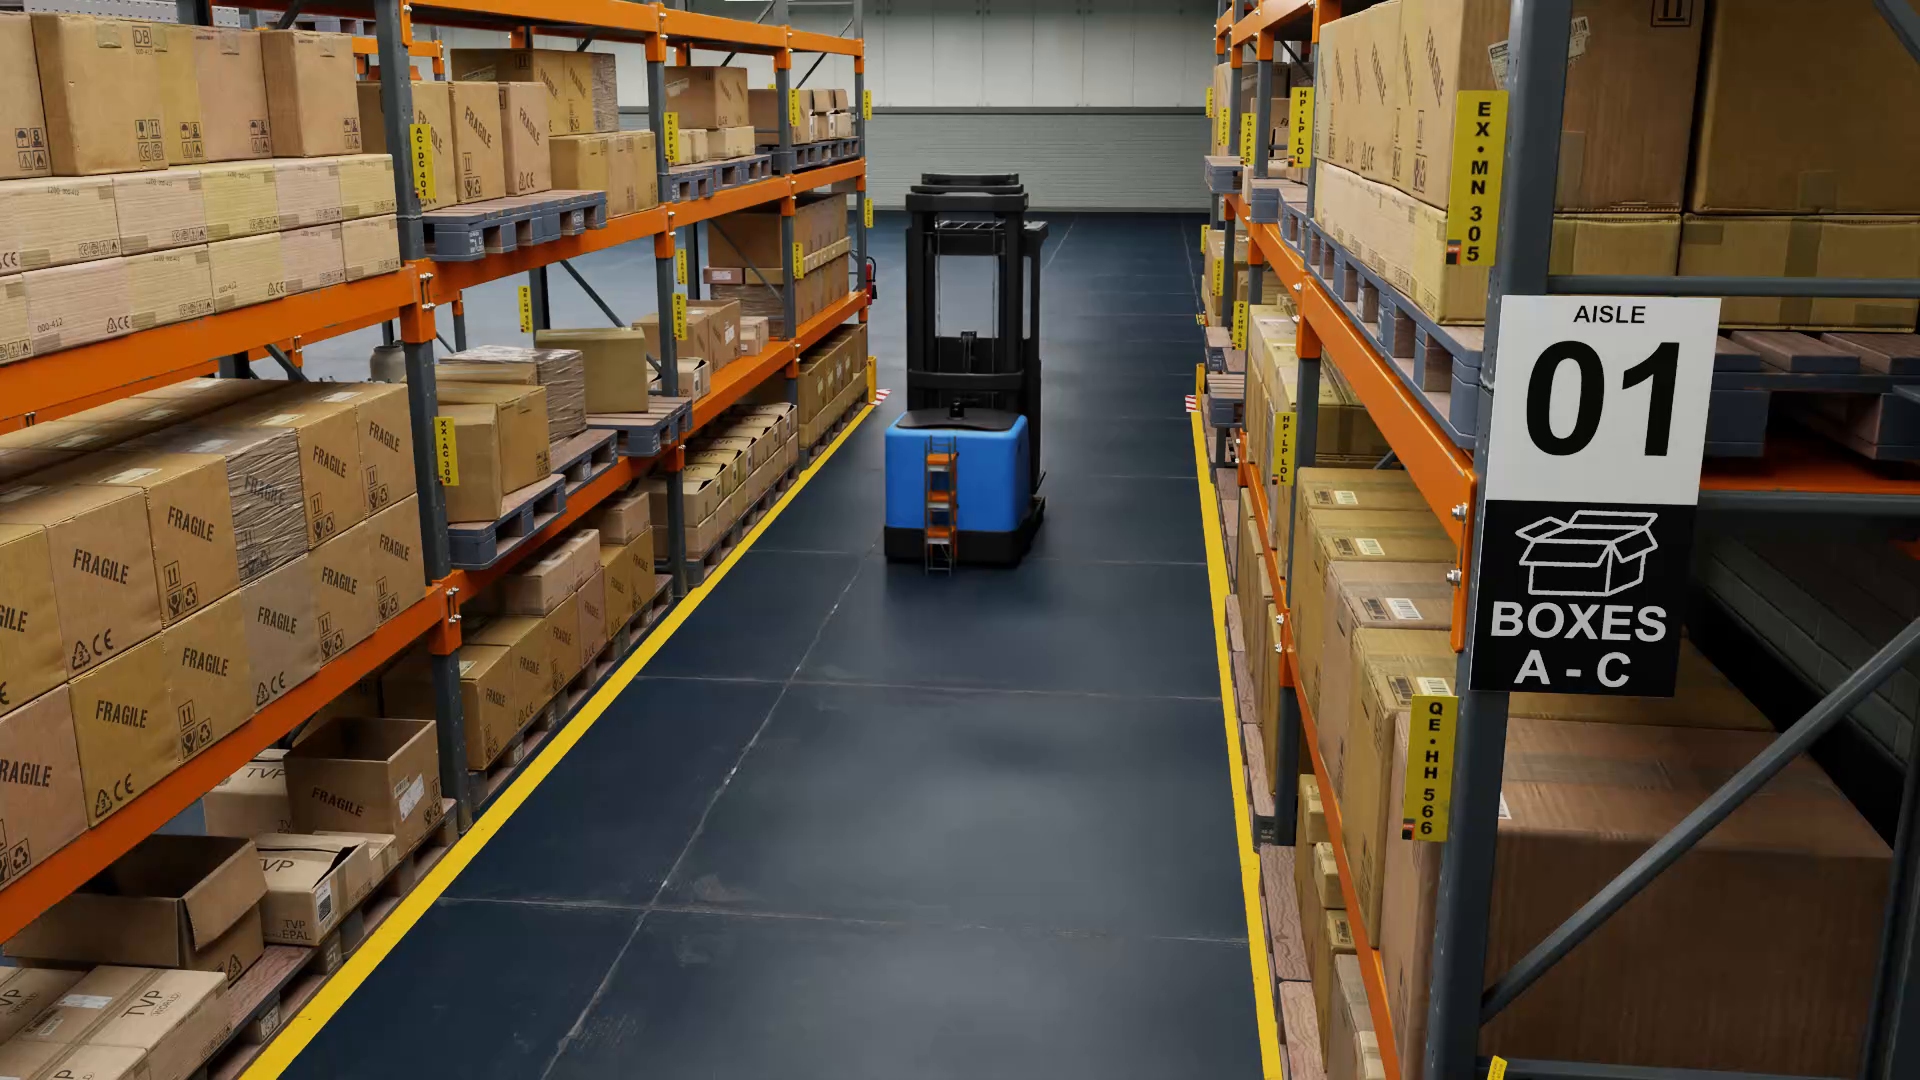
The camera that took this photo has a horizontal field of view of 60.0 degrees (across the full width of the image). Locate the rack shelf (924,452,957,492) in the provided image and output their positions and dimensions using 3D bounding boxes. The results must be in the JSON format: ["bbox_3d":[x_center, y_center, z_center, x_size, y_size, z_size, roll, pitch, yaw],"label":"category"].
[{"bbox_3d":[-0.147,-0.515,12.509,0.215,0.259,0.240,2,15,8],"label":"rack shelf"}]

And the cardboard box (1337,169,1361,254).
[{"bbox_3d":[1.511,-1.056,5.366,0.500,0.250,0.500,1,15,5],"label":"cardboard box"}]

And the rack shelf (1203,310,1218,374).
[{"bbox_3d":[3.102,-2.112,17.106,1.077,0.370,4.000,2,15,6],"label":"rack shelf"}]

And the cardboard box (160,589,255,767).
[{"bbox_3d":[-2.918,0.477,5.959,0.500,0.500,0.500,2,15,7],"label":"cardboard box"}]

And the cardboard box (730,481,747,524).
[{"bbox_3d":[-2.038,-0.316,13.549,0.500,0.250,0.500,1,15,5],"label":"cardboard box"}]

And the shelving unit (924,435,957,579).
[{"bbox_3d":[-0.147,-0.251,12.580,0.215,1.050,0.252,2,15,8],"label":"shelving unit"}]

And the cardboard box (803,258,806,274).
[{"bbox_3d":[-1.740,-2.711,16.509,0.380,0.149,0.250,2,15,6],"label":"cardboard box"}]

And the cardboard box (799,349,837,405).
[{"bbox_3d":[-1.570,-1.694,17.206,0.500,0.500,0.500,2,15,6],"label":"cardboard box"}]

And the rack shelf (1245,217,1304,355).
[{"bbox_3d":[2.199,-1.486,9.041,1.077,0.370,4.000,2,15,6],"label":"rack shelf"}]

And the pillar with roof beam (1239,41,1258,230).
[{"bbox_3d":[1.862,-10.463,35.116,9.100,9.000,0.400,2,15,6],"label":"pillar with roof beam"}]

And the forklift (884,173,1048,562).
[{"bbox_3d":[0.141,-1.582,13.899,1.130,2.935,3.031,2,15,8],"label":"forklift"}]

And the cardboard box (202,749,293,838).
[{"bbox_3d":[-3.211,1.177,7.871,0.500,0.311,0.500,2,15,6],"label":"cardboard box"}]

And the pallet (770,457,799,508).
[{"bbox_3d":[-2.091,-0.548,15.283,1.003,0.211,1.213,2,15,6],"label":"pallet"}]

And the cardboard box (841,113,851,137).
[{"bbox_3d":[-1.463,-4.463,17.888,0.500,0.250,0.500,2,15,6],"label":"cardboard box"}]

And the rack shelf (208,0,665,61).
[{"bbox_3d":[-2.723,-2.885,9.238,1.077,0.370,4.000,2,15,6],"label":"rack shelf"}]

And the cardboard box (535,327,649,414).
[{"bbox_3d":[-2.457,-1.133,11.109,0.700,0.500,0.500,-3,16,-13],"label":"cardboard box"}]

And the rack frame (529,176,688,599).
[{"bbox_3d":[-2.498,-1.048,11.793,1.000,3.000,0.127,2,15,6],"label":"rack frame"}]

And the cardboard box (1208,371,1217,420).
[{"bbox_3d":[2.963,-1.471,17.300,0.700,0.500,0.500,1,15,3],"label":"cardboard box"}]

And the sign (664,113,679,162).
[{"bbox_3d":[-1.959,-2.730,11.273,0.100,0.325,0.005,2,15,6],"label":"sign"}]

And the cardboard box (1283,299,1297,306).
[{"bbox_3d":[2.434,-1.568,11.436,0.380,0.149,0.250,0,15,-1],"label":"cardboard box"}]

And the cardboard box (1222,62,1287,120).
[{"bbox_3d":[2.663,-4.067,15.066,0.500,0.500,0.500,0,15,1],"label":"cardboard box"}]

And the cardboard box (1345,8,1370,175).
[{"bbox_3d":[1.512,-1.416,5.261,0.500,0.500,0.500,2,15,7],"label":"cardboard box"}]

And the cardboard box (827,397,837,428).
[{"bbox_3d":[-1.570,-1.332,17.304,0.500,0.250,0.500,2,15,6],"label":"cardboard box"}]

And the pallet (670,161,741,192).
[{"bbox_3d":[-2.387,-2.874,13.160,1.003,0.211,1.213,2,15,9],"label":"pallet"}]

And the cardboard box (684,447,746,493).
[{"bbox_3d":[-2.036,-0.590,13.488,0.500,0.311,0.500,1,15,5],"label":"cardboard box"}]

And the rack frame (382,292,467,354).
[{"bbox_3d":[-6.516,-3.270,20.009,1.000,3.000,0.127,2,15,6],"label":"rack frame"}]

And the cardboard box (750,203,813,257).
[{"bbox_3d":[-1.890,-3.137,16.839,0.700,0.500,0.500,2,15,6],"label":"cardboard box"}]

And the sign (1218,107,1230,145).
[{"bbox_3d":[2.336,-3.653,14.686,0.100,0.325,0.005,2,15,6],"label":"sign"}]

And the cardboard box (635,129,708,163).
[{"bbox_3d":[-2.323,-3.170,13.376,0.500,0.250,0.500,0,15,2],"label":"cardboard box"}]

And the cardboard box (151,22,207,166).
[{"bbox_3d":[-3.214,-1.607,6.006,0.700,0.500,0.500,2,15,6],"label":"cardboard box"}]

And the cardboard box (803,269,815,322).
[{"bbox_3d":[-1.889,-2.516,17.030,0.700,0.500,0.500,2,15,7],"label":"cardboard box"}]

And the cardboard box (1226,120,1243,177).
[{"bbox_3d":[2.688,-3.586,15.200,0.500,0.500,0.500,2,15,8],"label":"cardboard box"}]

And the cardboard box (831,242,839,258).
[{"bbox_3d":[-1.536,-3.181,18.244,0.380,0.149,0.250,2,15,7],"label":"cardboard box"}]

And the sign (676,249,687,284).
[{"bbox_3d":[-2.598,-2.558,15.565,0.100,0.325,0.005,2,15,6],"label":"sign"}]

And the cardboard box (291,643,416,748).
[{"bbox_3d":[-3.178,0.847,8.730,0.500,0.500,0.500,2,15,6],"label":"cardboard box"}]

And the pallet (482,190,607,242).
[{"bbox_3d":[-2.692,-1.804,9.202,1.213,0.211,1.003,2,15,6],"label":"pallet"}]

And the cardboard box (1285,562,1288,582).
[{"bbox_3d":[1.730,0.150,7.806,0.380,0.149,0.250,2,15,7],"label":"cardboard box"}]

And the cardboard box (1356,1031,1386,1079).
[{"bbox_3d":[1.363,1.573,4.841,0.380,0.149,0.250,2,15,8],"label":"cardboard box"}]

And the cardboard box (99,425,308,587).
[{"bbox_3d":[-2.861,-0.140,6.324,0.500,0.500,0.500,2,15,7],"label":"cardboard box"}]

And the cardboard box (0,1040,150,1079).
[{"bbox_3d":[-3.001,1.879,5.391,0.500,0.250,0.500,2,15,6],"label":"cardboard box"}]

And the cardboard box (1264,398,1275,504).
[{"bbox_3d":[1.888,-0.457,8.807,0.500,0.500,0.500,2,15,6],"label":"cardboard box"}]

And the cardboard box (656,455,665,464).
[{"bbox_3d":[-2.571,-0.603,13.536,0.500,0.311,0.500,2,15,6],"label":"cardboard box"}]

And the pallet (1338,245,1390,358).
[{"bbox_3d":[1.730,-0.744,5.090,1.003,0.211,1.213,2,15,6],"label":"pallet"}]

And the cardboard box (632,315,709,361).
[{"bbox_3d":[-2.325,-1.532,13.391,0.500,0.500,0.500,1,15,3],"label":"cardboard box"}]

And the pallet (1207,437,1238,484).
[{"bbox_3d":[2.917,-0.770,16.106,1.003,0.211,1.213,2,15,6],"label":"pallet"}]

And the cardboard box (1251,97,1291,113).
[{"bbox_3d":[2.735,-3.501,14.119,0.500,0.500,0.500,4,16,14],"label":"cardboard box"}]

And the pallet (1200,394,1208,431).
[{"bbox_3d":[3.192,-1.403,18.446,1.003,0.211,1.213,2,15,6],"label":"pallet"}]

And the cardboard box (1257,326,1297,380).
[{"bbox_3d":[2.005,-1.088,9.702,0.500,0.250,0.500,2,15,7],"label":"cardboard box"}]

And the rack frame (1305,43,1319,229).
[{"bbox_3d":[1.973,-2.762,6.637,1.000,3.000,0.127,2,15,6],"label":"rack frame"}]

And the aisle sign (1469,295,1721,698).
[{"bbox_3d":[1.216,-0.074,3.208,0.394,0.787,0.004,2,15,6],"label":"aisle sign"}]

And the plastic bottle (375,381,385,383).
[{"bbox_3d":[-6.344,-1.614,18.259,0.152,0.276,0.135,2,15,7],"label":"plastic bottle"}]

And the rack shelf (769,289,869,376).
[{"bbox_3d":[-1.821,-2.257,17.642,1.077,0.370,4.000,2,15,6],"label":"rack shelf"}]

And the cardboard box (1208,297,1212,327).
[{"bbox_3d":[2.734,-2.270,16.559,0.500,0.250,0.500,2,15,6],"label":"cardboard box"}]

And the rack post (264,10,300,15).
[{"bbox_3d":[-6.704,-5.626,17.374,0.937,0.300,0.954,1,15,5],"label":"rack post"}]

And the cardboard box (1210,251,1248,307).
[{"bbox_3d":[2.673,-2.502,15.979,0.500,0.500,0.500,2,15,6],"label":"cardboard box"}]

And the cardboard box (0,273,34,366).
[{"bbox_3d":[-3.021,-0.604,4.691,0.500,0.250,0.500,2,15,6],"label":"cardboard box"}]

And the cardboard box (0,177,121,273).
[{"bbox_3d":[-2.970,-0.975,5.106,0.500,0.250,0.500,2,15,6],"label":"cardboard box"}]

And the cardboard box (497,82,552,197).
[{"bbox_3d":[-2.671,-2.233,9.239,0.600,0.600,0.600,1,15,4],"label":"cardboard box"}]
